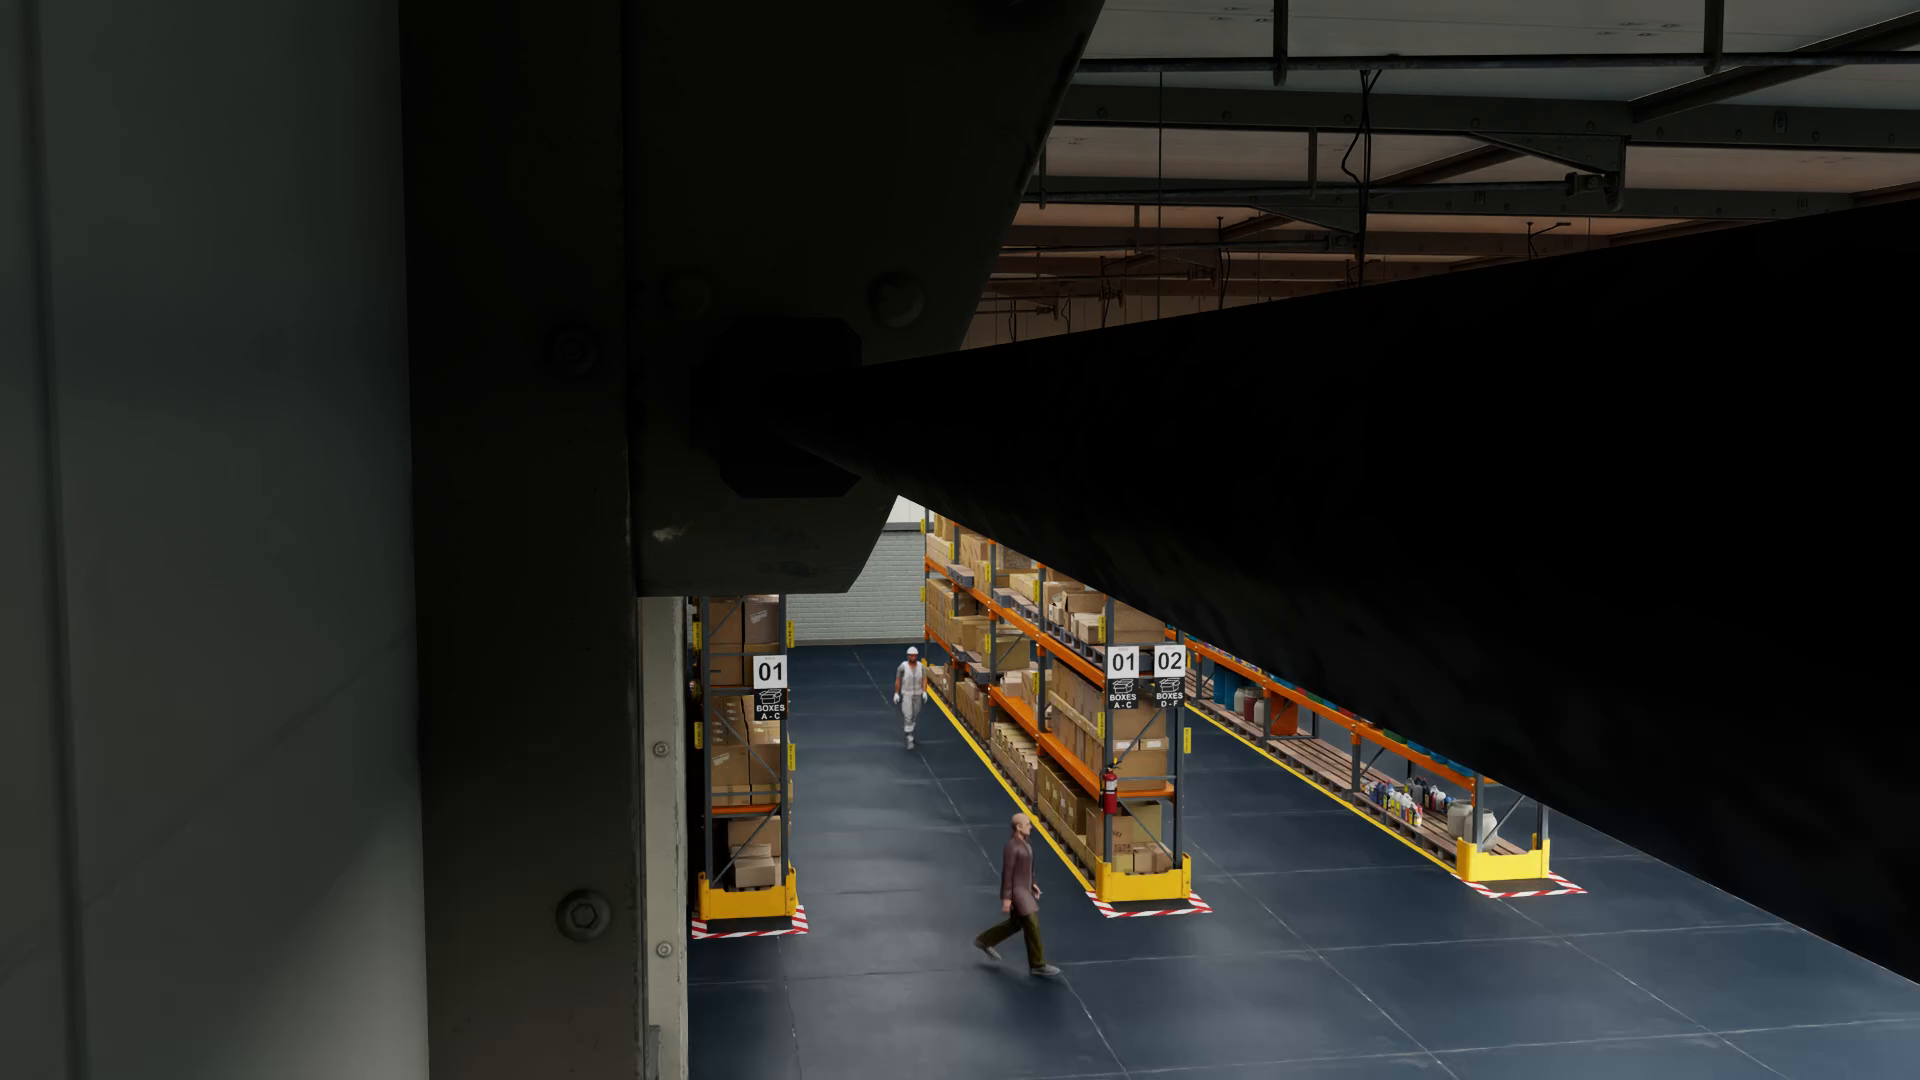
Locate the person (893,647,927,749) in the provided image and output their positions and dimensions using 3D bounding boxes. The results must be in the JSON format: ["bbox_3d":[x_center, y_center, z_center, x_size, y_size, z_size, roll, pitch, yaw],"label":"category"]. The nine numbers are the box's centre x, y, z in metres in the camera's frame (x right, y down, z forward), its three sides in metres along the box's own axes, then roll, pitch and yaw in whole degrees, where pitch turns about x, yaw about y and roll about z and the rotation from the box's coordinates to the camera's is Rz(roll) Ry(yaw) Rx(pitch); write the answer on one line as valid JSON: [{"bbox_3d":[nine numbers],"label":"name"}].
[{"bbox_3d":[-0.862,2.808,29.936,0.588,1.769,0.867,-2,6,-25],"label":"person"}]

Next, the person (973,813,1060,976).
[{"bbox_3d":[0.629,3.852,18.247,1.053,1.740,0.626,2,5,17],"label":"person"}]
